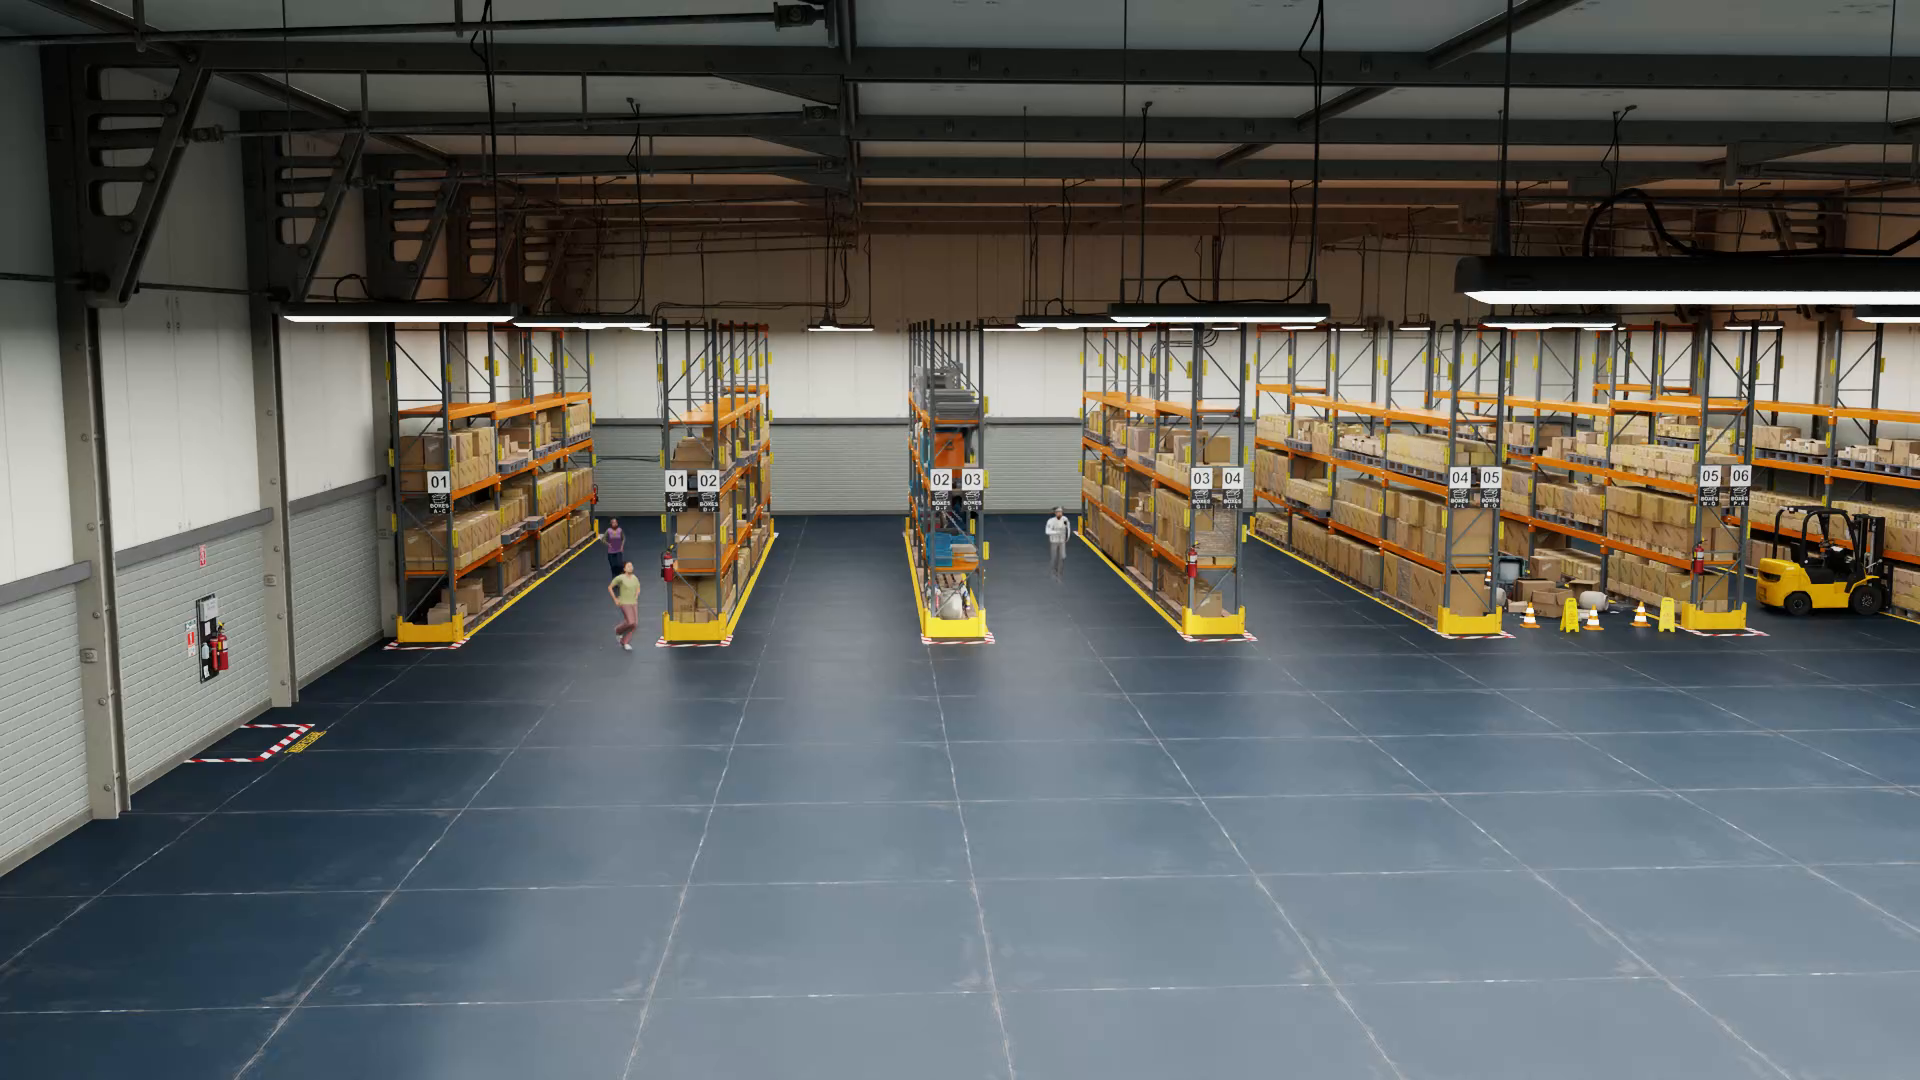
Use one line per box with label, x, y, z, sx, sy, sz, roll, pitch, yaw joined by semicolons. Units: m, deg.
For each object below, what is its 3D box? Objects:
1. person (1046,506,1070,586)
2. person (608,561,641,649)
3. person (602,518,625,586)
person;2.163;0.104;36.629;0.639;1.772;0.780;-2;7;-15
person;-6.047;1.181;30.361;0.530;1.616;0.586;6;9;40
person;-7.837;0.300;37.721;0.519;1.547;0.551;-2;7;-15
